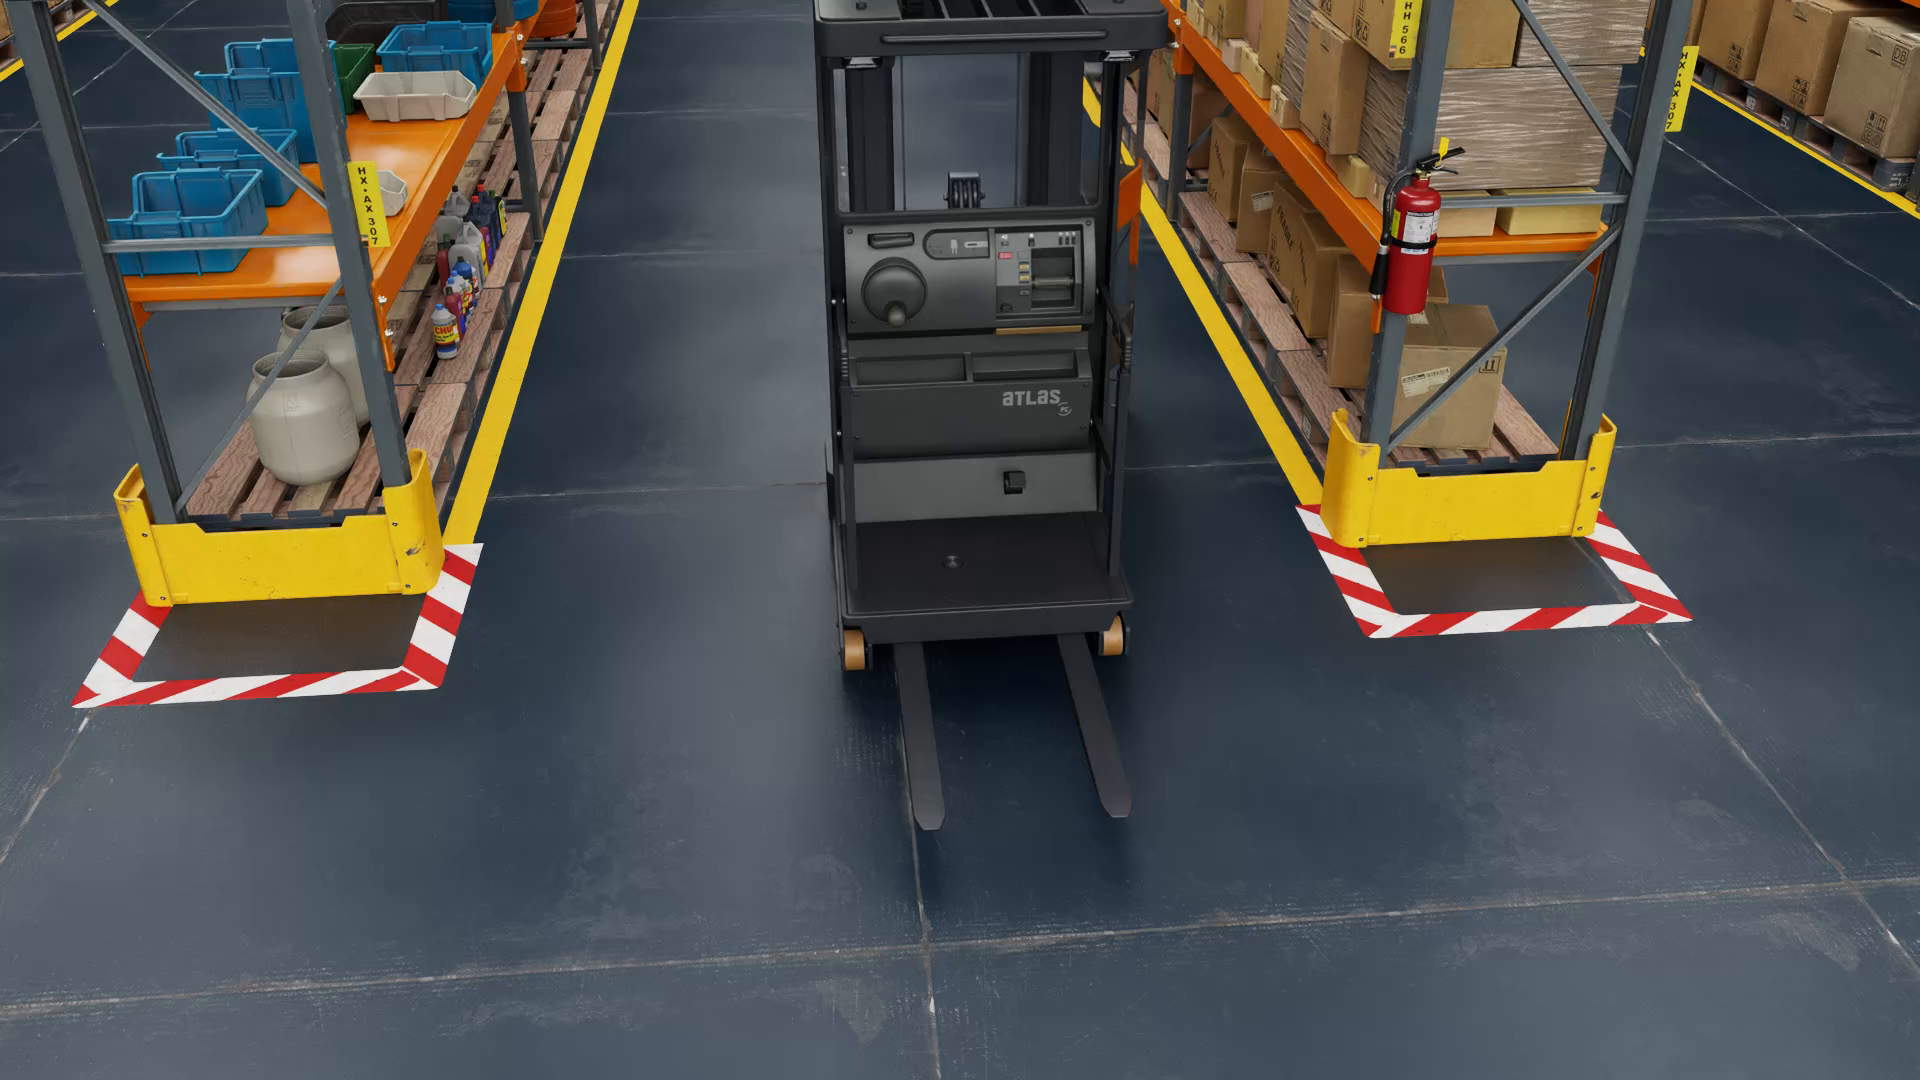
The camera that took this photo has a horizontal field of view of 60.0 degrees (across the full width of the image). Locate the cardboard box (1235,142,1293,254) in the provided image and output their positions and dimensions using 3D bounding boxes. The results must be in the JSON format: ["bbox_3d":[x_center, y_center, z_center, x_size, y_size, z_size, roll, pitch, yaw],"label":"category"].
[{"bbox_3d":[1.892,-1.980,9.668,0.500,0.500,0.500,7,32,11],"label":"cardboard box"}]

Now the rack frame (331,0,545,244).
[{"bbox_3d":[-3.098,-3.134,9.571,1.000,3.000,0.127,-3,31,-5],"label":"rack frame"}]

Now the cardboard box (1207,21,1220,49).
[{"bbox_3d":[1.616,-2.885,9.399,0.380,0.149,0.250,-3,31,-5],"label":"cardboard box"}]

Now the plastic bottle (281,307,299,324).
[{"bbox_3d":[-3.361,-1.090,8.369,0.061,0.283,0.133,-2,31,-3],"label":"plastic bottle"}]

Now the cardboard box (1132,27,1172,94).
[{"bbox_3d":[1.667,-3.616,12.388,0.700,0.500,0.500,0,31,0],"label":"cardboard box"}]

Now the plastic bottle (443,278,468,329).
[{"bbox_3d":[-2.615,-1.225,8.607,0.097,0.271,0.097,0,31,0],"label":"plastic bottle"}]

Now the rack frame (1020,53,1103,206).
[{"bbox_3d":[0.453,-1.369,7.494,0.400,2.100,0.015,14,33,21],"label":"rack frame"}]

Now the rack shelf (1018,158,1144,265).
[{"bbox_3d":[0.557,-1.470,7.690,0.431,0.518,0.480,14,33,21],"label":"rack shelf"}]

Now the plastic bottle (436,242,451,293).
[{"bbox_3d":[-2.797,-1.490,9.040,0.061,0.283,0.133,-3,31,-5],"label":"plastic bottle"}]

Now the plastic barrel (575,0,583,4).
[{"bbox_3d":[-3.639,-5.147,14.883,0.600,0.588,0.708,-3,31,-5],"label":"plastic barrel"}]

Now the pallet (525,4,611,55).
[{"bbox_3d":[-3.586,-4.379,14.376,1.003,0.211,1.213,-3,31,-5],"label":"pallet"}]

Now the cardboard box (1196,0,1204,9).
[{"bbox_3d":[1.814,-3.309,9.477,0.875,0.500,0.500,-3,31,-5],"label":"cardboard box"}]

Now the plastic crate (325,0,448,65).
[{"bbox_3d":[-3.175,-2.834,9.130,0.767,0.338,0.504,-3,31,-5],"label":"plastic crate"}]

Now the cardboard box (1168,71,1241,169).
[{"bbox_3d":[1.798,-2.801,11.024,0.700,0.500,0.500,-5,31,-8],"label":"cardboard box"}]

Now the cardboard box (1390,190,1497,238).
[{"bbox_3d":[1.975,-1.357,6.841,0.380,0.149,0.250,-3,31,-5],"label":"cardboard box"}]

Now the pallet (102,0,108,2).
[{"bbox_3d":[-8.663,-5.372,16.038,1.003,0.211,1.213,-3,31,-5],"label":"pallet"}]

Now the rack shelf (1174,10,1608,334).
[{"bbox_3d":[2.021,-2.041,8.444,1.077,0.370,4.000,-3,31,-5],"label":"rack shelf"}]

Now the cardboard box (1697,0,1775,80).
[{"bbox_3d":[6.460,-4.052,12.894,1.050,0.750,0.750,-2,31,-4],"label":"cardboard box"}]

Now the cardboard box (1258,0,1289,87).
[{"bbox_3d":[1.979,-2.544,8.197,0.875,0.500,0.500,-3,31,-5],"label":"cardboard box"}]

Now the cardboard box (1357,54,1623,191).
[{"bbox_3d":[2.183,-1.782,6.920,0.875,0.500,0.500,-3,31,-5],"label":"cardboard box"}]

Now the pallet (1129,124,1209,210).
[{"bbox_3d":[1.760,-2.571,11.349,1.003,0.211,1.213,-3,31,-5],"label":"pallet"}]

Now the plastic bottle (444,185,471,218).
[{"bbox_3d":[-2.894,-1.864,9.599,0.144,0.351,0.185,-3,31,-5],"label":"plastic bottle"}]

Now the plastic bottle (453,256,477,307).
[{"bbox_3d":[-2.643,-1.379,8.866,0.097,0.271,0.097,0,31,0],"label":"plastic bottle"}]

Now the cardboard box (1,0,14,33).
[{"bbox_3d":[-8.216,-4.569,13.984,0.500,0.500,0.500,-4,31,-6],"label":"cardboard box"}]

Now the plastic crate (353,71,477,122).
[{"bbox_3d":[-2.694,-2.204,8.271,0.530,0.136,0.437,-3,31,-5],"label":"plastic crate"}]

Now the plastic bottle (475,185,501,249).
[{"bbox_3d":[-2.750,-1.871,9.611,0.144,0.351,0.185,-4,31,-6],"label":"plastic bottle"}]

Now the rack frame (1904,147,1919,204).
[{"bbox_3d":[6.782,-3.557,10.280,1.000,3.000,0.127,-3,31,-5],"label":"rack frame"}]

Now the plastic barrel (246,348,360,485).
[{"bbox_3d":[-2.861,-0.536,7.239,0.421,0.512,0.421,0,31,0],"label":"plastic barrel"}]

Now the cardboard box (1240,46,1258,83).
[{"bbox_3d":[1.696,-2.502,8.759,0.380,0.149,0.250,-3,31,-5],"label":"cardboard box"}]

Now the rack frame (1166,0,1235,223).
[{"bbox_3d":[1.834,-3.371,9.969,1.000,3.000,0.127,-3,31,-5],"label":"rack frame"}]

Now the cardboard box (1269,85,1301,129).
[{"bbox_3d":[1.731,-2.118,8.115,0.380,0.149,0.250,-3,31,-5],"label":"cardboard box"}]

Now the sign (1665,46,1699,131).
[{"bbox_3d":[2.748,-1.727,6.371,0.100,0.325,0.005,-3,31,-5],"label":"sign"}]

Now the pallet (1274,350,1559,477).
[{"bbox_3d":[2.160,-0.587,8.027,1.003,0.211,1.213,-3,31,-5],"label":"pallet"}]

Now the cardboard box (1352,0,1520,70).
[{"bbox_3d":[1.910,-2.198,6.642,0.500,0.500,0.500,-3,31,-5],"label":"cardboard box"}]

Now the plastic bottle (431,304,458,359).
[{"bbox_3d":[-2.583,-1.050,8.314,0.097,0.271,0.097,0,31,0],"label":"plastic bottle"}]

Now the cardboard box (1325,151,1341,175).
[{"bbox_3d":[1.870,-1.738,7.479,0.380,0.149,0.250,-3,31,-5],"label":"cardboard box"}]

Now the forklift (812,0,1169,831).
[{"bbox_3d":[0.062,-0.937,5.960,1.130,2.935,3.031,-3,31,-5],"label":"forklift"}]

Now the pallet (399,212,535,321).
[{"bbox_3d":[-3.076,-1.592,9.709,1.003,0.211,1.213,-3,31,-5],"label":"pallet"}]

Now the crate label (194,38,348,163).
[{"bbox_3d":[-3.165,-2.034,7.695,0.502,0.435,0.616,-3,31,-5],"label":"crate label"}]

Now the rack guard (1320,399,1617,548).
[{"bbox_3d":[2.200,-0.295,7.256,1.175,0.500,0.348,-3,31,-5],"label":"rack guard"}]

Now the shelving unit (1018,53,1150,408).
[{"bbox_3d":[0.557,-1.482,7.683,0.431,2.100,0.503,14,33,21],"label":"shelving unit"}]

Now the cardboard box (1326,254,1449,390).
[{"bbox_3d":[2.076,-1.059,8.126,0.500,0.500,0.500,5,31,8],"label":"cardboard box"}]

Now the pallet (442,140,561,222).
[{"bbox_3d":[-3.210,-2.336,10.955,1.003,0.211,1.213,-3,31,-5],"label":"pallet"}]

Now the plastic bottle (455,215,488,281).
[{"bbox_3d":[-2.702,-1.608,9.171,0.144,0.351,0.185,-3,31,-5],"label":"plastic bottle"}]

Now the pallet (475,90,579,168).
[{"bbox_3d":[-3.327,-2.960,12.000,1.003,0.211,1.213,-3,31,-5],"label":"pallet"}]
